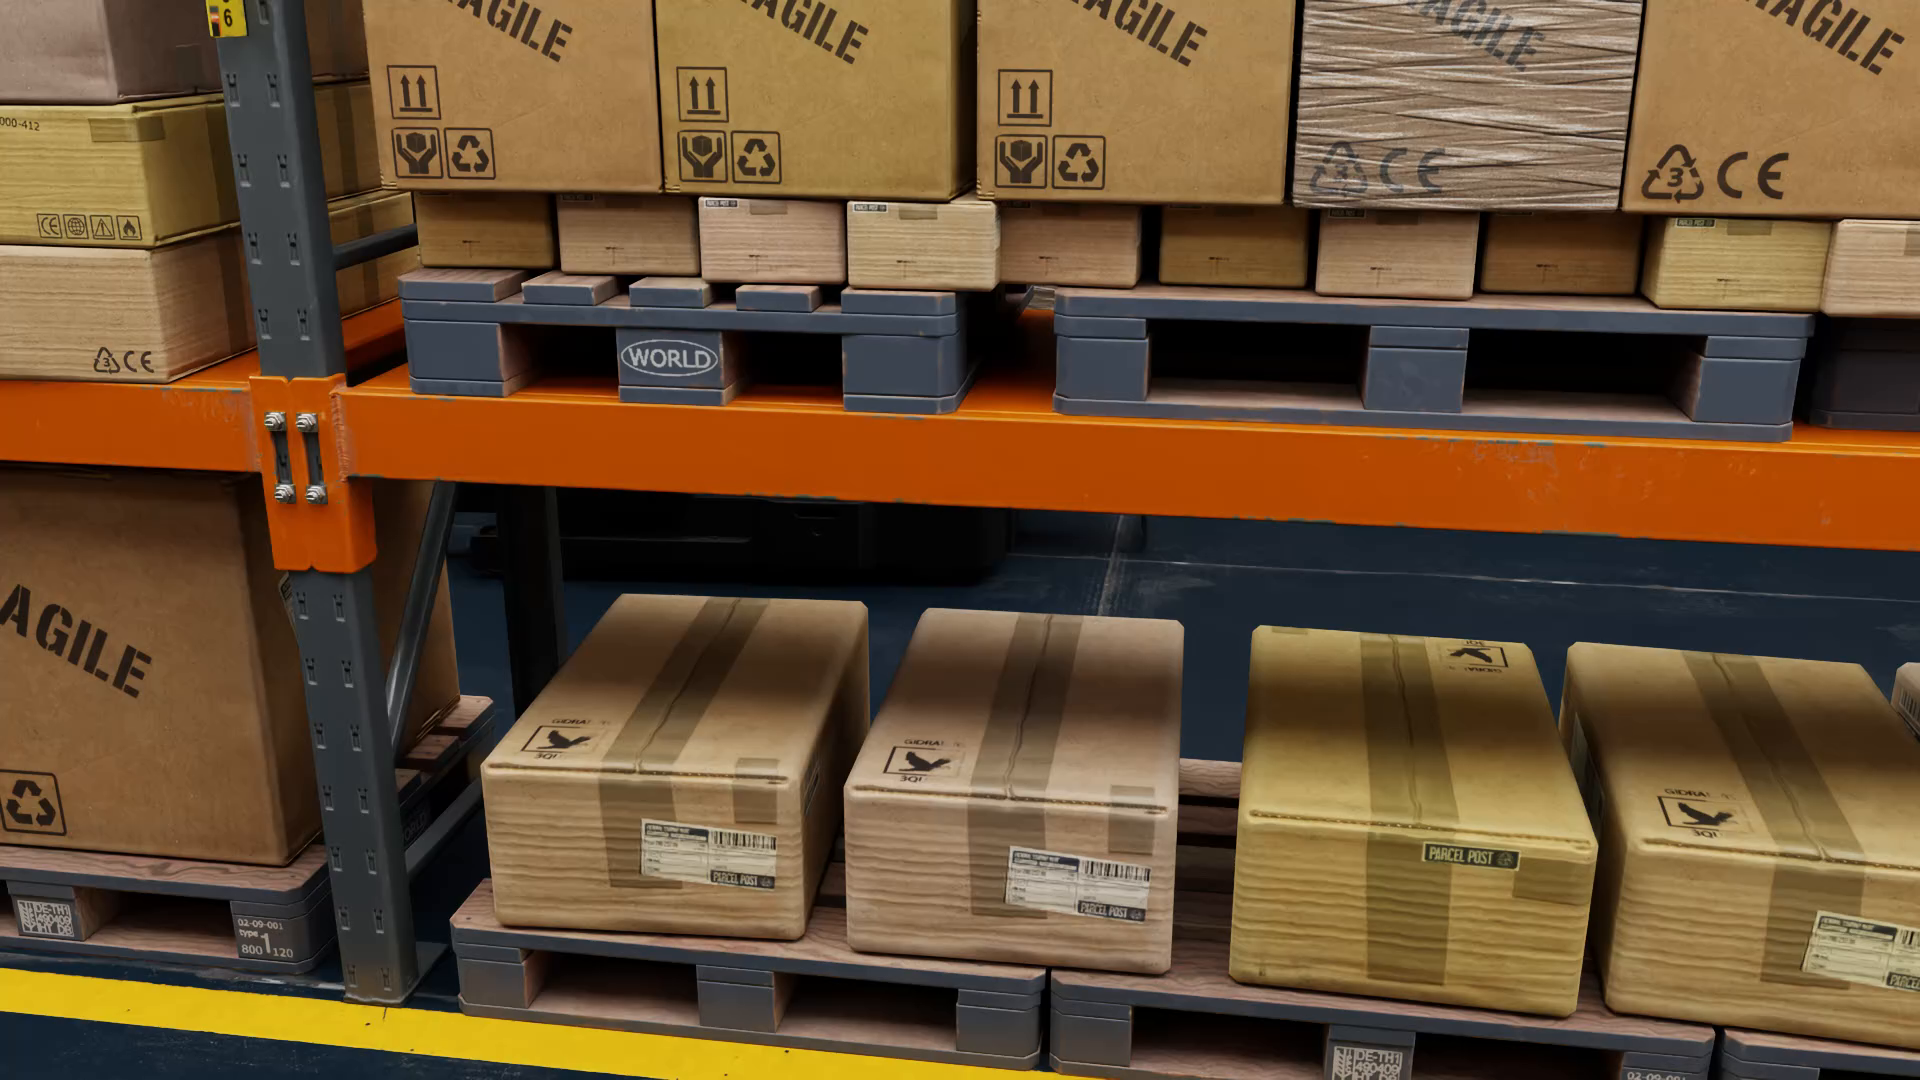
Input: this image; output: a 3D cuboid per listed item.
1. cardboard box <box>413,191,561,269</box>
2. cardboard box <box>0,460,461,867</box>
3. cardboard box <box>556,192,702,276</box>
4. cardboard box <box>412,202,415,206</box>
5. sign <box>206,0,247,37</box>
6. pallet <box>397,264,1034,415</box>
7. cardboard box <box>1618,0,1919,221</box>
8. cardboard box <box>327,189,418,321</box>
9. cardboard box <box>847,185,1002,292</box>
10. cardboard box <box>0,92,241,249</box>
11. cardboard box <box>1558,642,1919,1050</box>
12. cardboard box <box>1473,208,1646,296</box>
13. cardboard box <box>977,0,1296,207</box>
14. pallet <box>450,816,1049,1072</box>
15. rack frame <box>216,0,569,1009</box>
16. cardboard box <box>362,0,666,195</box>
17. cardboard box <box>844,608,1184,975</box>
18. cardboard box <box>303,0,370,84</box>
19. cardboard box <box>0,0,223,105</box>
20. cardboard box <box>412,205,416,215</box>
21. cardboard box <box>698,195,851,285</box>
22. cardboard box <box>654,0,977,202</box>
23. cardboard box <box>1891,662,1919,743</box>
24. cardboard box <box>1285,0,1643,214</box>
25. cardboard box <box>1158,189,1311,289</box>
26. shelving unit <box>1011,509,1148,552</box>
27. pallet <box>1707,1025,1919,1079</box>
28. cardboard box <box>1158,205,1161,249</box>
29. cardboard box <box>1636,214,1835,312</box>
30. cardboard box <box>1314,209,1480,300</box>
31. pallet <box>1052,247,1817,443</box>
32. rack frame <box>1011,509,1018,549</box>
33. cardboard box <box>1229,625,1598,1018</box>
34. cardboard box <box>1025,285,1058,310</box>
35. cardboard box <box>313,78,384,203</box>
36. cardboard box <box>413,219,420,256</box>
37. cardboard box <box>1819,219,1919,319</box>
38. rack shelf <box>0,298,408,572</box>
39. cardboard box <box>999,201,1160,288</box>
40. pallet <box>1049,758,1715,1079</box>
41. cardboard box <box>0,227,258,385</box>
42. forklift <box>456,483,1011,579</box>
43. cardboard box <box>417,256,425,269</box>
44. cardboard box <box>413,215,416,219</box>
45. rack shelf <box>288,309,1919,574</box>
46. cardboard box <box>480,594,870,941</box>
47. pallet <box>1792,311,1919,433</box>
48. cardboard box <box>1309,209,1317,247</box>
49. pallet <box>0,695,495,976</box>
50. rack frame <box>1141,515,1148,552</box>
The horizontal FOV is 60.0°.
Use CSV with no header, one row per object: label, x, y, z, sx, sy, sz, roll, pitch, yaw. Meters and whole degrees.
cardboard box,-0.841,-0.623,3.172,0.250,0.149,0.380,2,19,5
cardboard box,-1.801,0.130,3.874,0.875,0.875,0.875,3,19,8
cardboard box,-0.567,-0.598,3.098,0.250,0.149,0.380,2,19,5
cardboard box,-3.130,-1.742,9.037,0.250,0.149,0.380,2,19,6
sign,-1.217,-0.993,2.718,0.005,0.325,0.100,3,19,9
pallet,-0.412,-0.524,3.445,1.003,0.211,1.213,3,19,9
cardboard box,1.326,-0.808,2.702,0.500,0.500,0.500,4,19,11
cardboard box,-1.575,-0.650,3.755,0.500,0.250,0.500,3,19,8
cardboard box,-0.036,-0.550,2.953,0.250,0.149,0.380,3,19,9
cardboard box,-1.651,-0.728,3.201,0.500,0.250,0.500,3,19,8
cardboard box,1.589,0.570,3.352,0.625,0.372,0.950,4,19,12
cardboard box,1.017,-0.537,2.915,0.250,0.149,0.380,2,19,7
cardboard box,0.316,-0.862,2.863,0.500,0.500,0.500,3,19,10
pallet,-0.361,0.744,3.746,1.213,0.211,1.003,3,19,9
rack frame,-1.132,-0.618,3.422,0.127,3.000,1.000,3,19,9
cardboard box,-0.725,-0.910,3.008,0.500,0.500,0.500,2,19,7
cardboard box,0.154,0.495,3.575,0.625,0.372,0.950,3,19,8
cardboard box,-1.580,-1.241,3.551,0.500,0.500,0.500,2,19,7
cardboard box,-1.684,-1.083,3.080,0.500,0.500,0.500,2,19,7
cardboard box,-2.866,-1.711,8.945,0.250,0.149,0.380,3,19,10
cardboard box,-0.304,-0.570,3.014,0.250,0.149,0.380,2,19,5
cardboard box,-0.209,-0.886,2.936,0.500,0.500,0.500,4,19,11
cardboard box,2.299,0.605,3.247,0.625,0.372,0.950,3,19,9
cardboard box,0.809,-0.834,2.780,0.500,0.500,0.500,2,19,7
cardboard box,0.500,-0.560,2.984,0.250,0.149,0.380,4,19,11
shelving unit,0.450,-0.568,6.110,0.503,1.200,0.258,1,19,4
pallet,2.048,0.867,3.379,1.213,0.211,1.003,3,19,9
cardboard box,0.510,-0.689,3.368,0.250,0.149,0.380,3,19,9
cardboard box,1.260,-0.492,2.779,0.250,0.149,0.380,3,19,9
cardboard box,0.747,-0.527,2.884,0.250,0.149,0.380,4,19,10
pallet,0.829,-0.440,3.193,1.213,0.211,1.003,3,19,9
rack frame,0.207,-0.574,6.127,0.015,1.200,0.240,1,19,4
cardboard box,0.902,0.535,3.455,0.625,0.372,0.950,4,19,10
cardboard box,0.265,-1.210,8.274,0.625,0.625,0.875,4,19,10
cardboard box,-1.593,-0.887,3.674,0.500,0.250,0.500,3,19,8
cardboard box,-2.687,-1.548,8.458,0.250,0.149,0.380,4,19,11
cardboard box,1.496,-0.468,2.709,0.250,0.149,0.380,3,19,9
rack shelf,-3.107,-0.377,3.837,4.000,0.370,1.077,3,19,9
cardboard box,0.215,-0.562,2.990,0.250,0.149,0.380,4,19,12
pallet,0.840,0.807,3.560,1.213,0.211,1.003,3,19,9
cardboard box,-1.673,-0.491,3.279,0.500,0.250,0.500,2,19,7
forklift,-1.327,-1.422,5.933,3.031,2.935,1.130,1,19,4
cardboard box,-2.837,-1.243,8.568,0.500,0.500,0.500,2,19,7
cardboard box,-2.931,-1.561,8.498,0.250,0.149,0.380,3,19,9
rack shelf,0.843,-0.176,3.235,4.000,0.370,1.077,3,19,9
cardboard box,-0.576,0.461,3.678,0.625,0.372,0.950,2,19,5
pallet,2.086,-0.409,3.102,1.213,0.211,1.003,3,19,9
cardboard box,0.771,-0.702,3.407,0.250,0.149,0.380,2,19,7
pallet,-1.899,0.641,4.054,1.213,0.211,1.003,3,19,9
rack frame,0.694,-0.562,6.092,0.015,1.200,0.240,1,19,4
